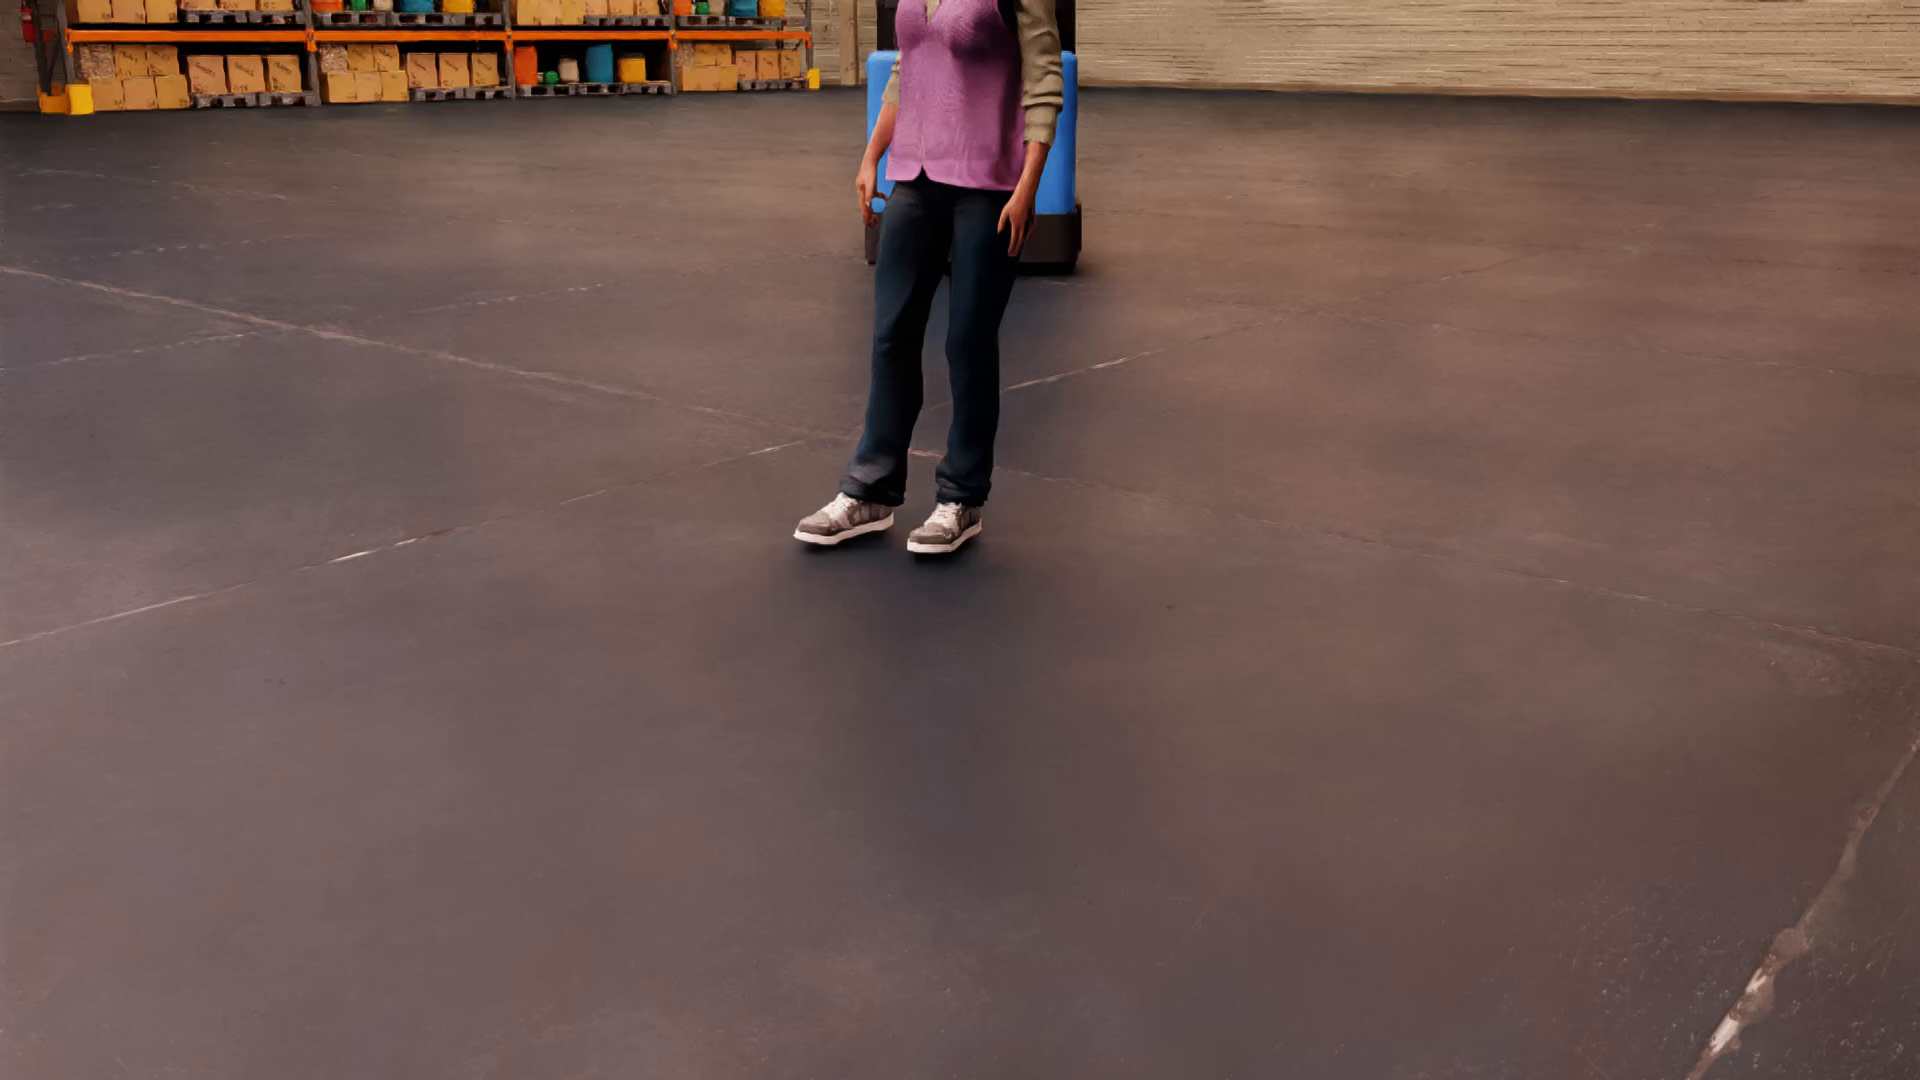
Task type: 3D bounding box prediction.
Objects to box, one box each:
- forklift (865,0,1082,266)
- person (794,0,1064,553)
[{"bbox_3d":[0.095,-3.145,9.253,1.130,2.935,3.031,0,17,1],"label":"forklift"},{"bbox_3d":[-0.058,-0.757,3.661,0.520,1.597,0.474,13,21,37],"label":"person"}]
